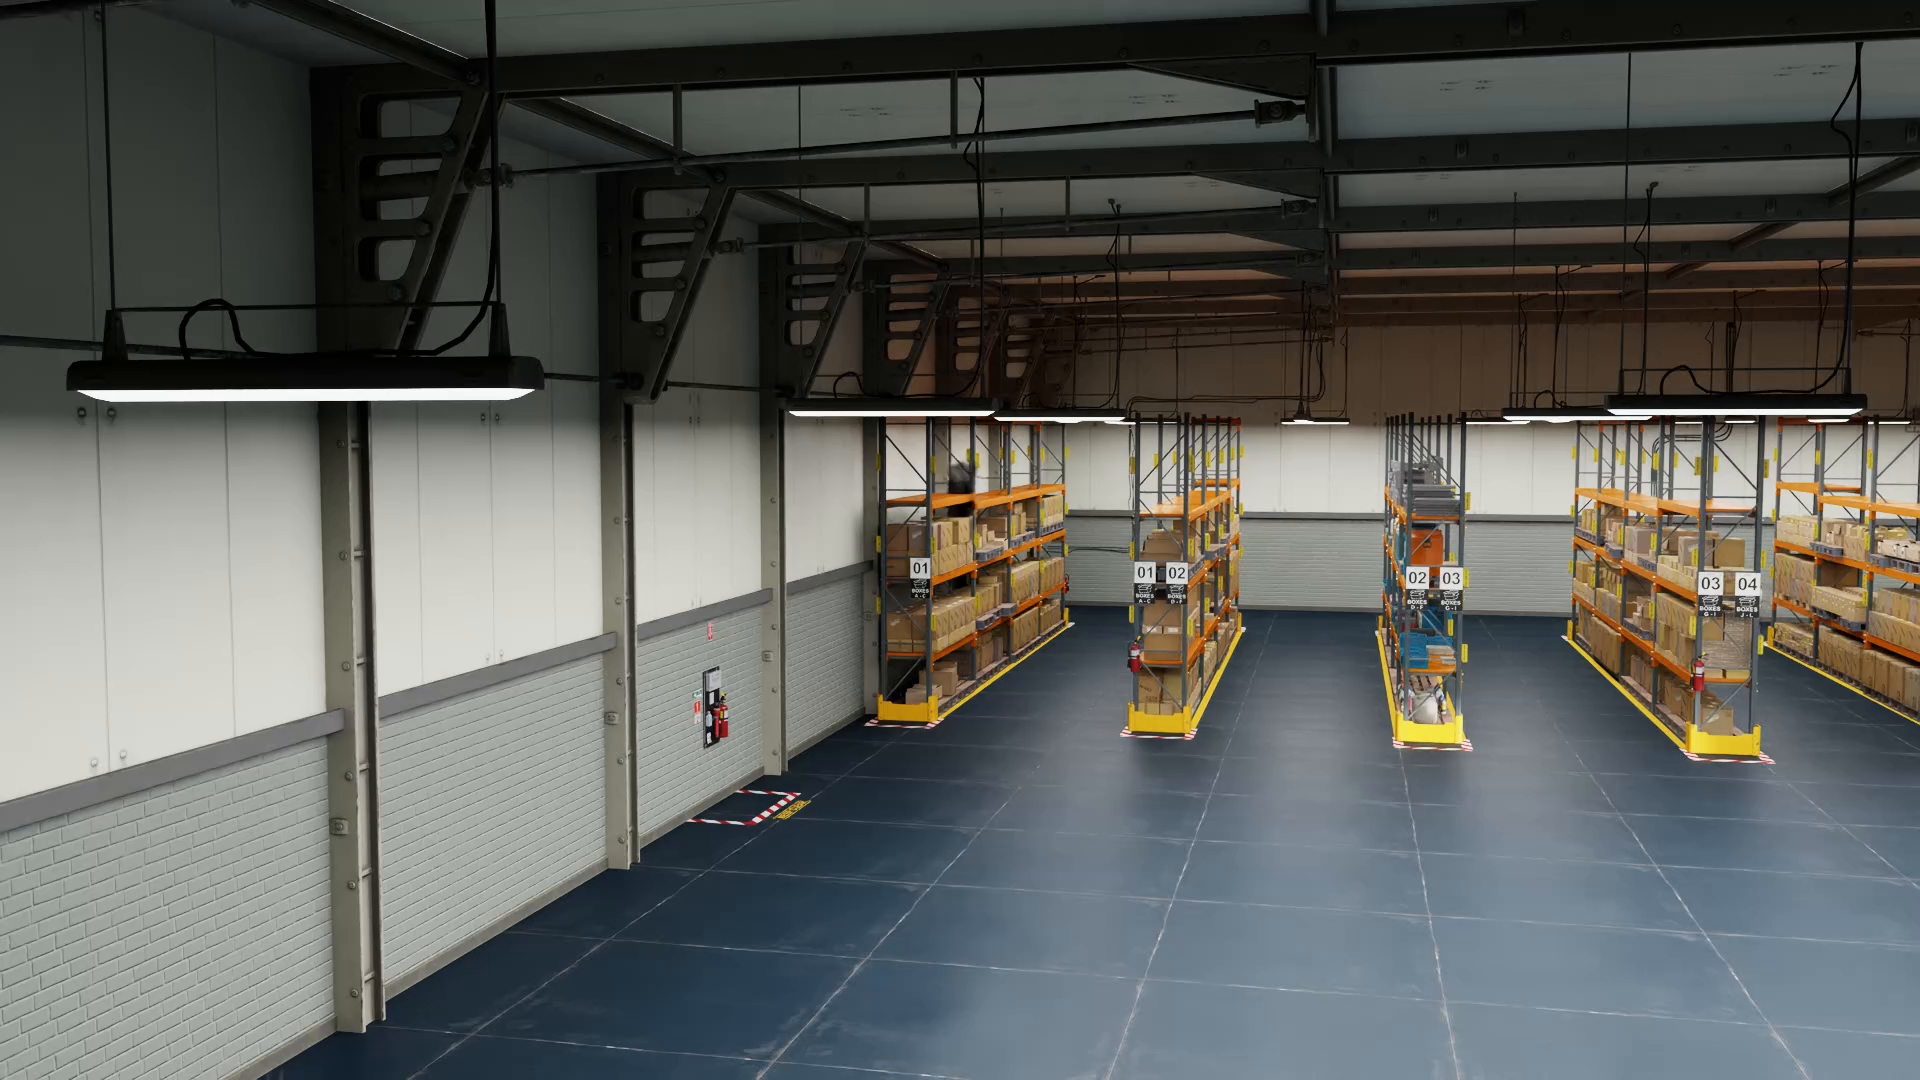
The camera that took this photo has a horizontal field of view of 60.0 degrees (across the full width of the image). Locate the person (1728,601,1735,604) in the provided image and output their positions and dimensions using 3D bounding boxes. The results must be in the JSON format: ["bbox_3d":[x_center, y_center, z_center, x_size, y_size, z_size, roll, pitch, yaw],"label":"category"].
[{"bbox_3d":[20.657,1.912,44.615,0.553,1.680,0.732,-2,4,-25],"label":"person"}]
